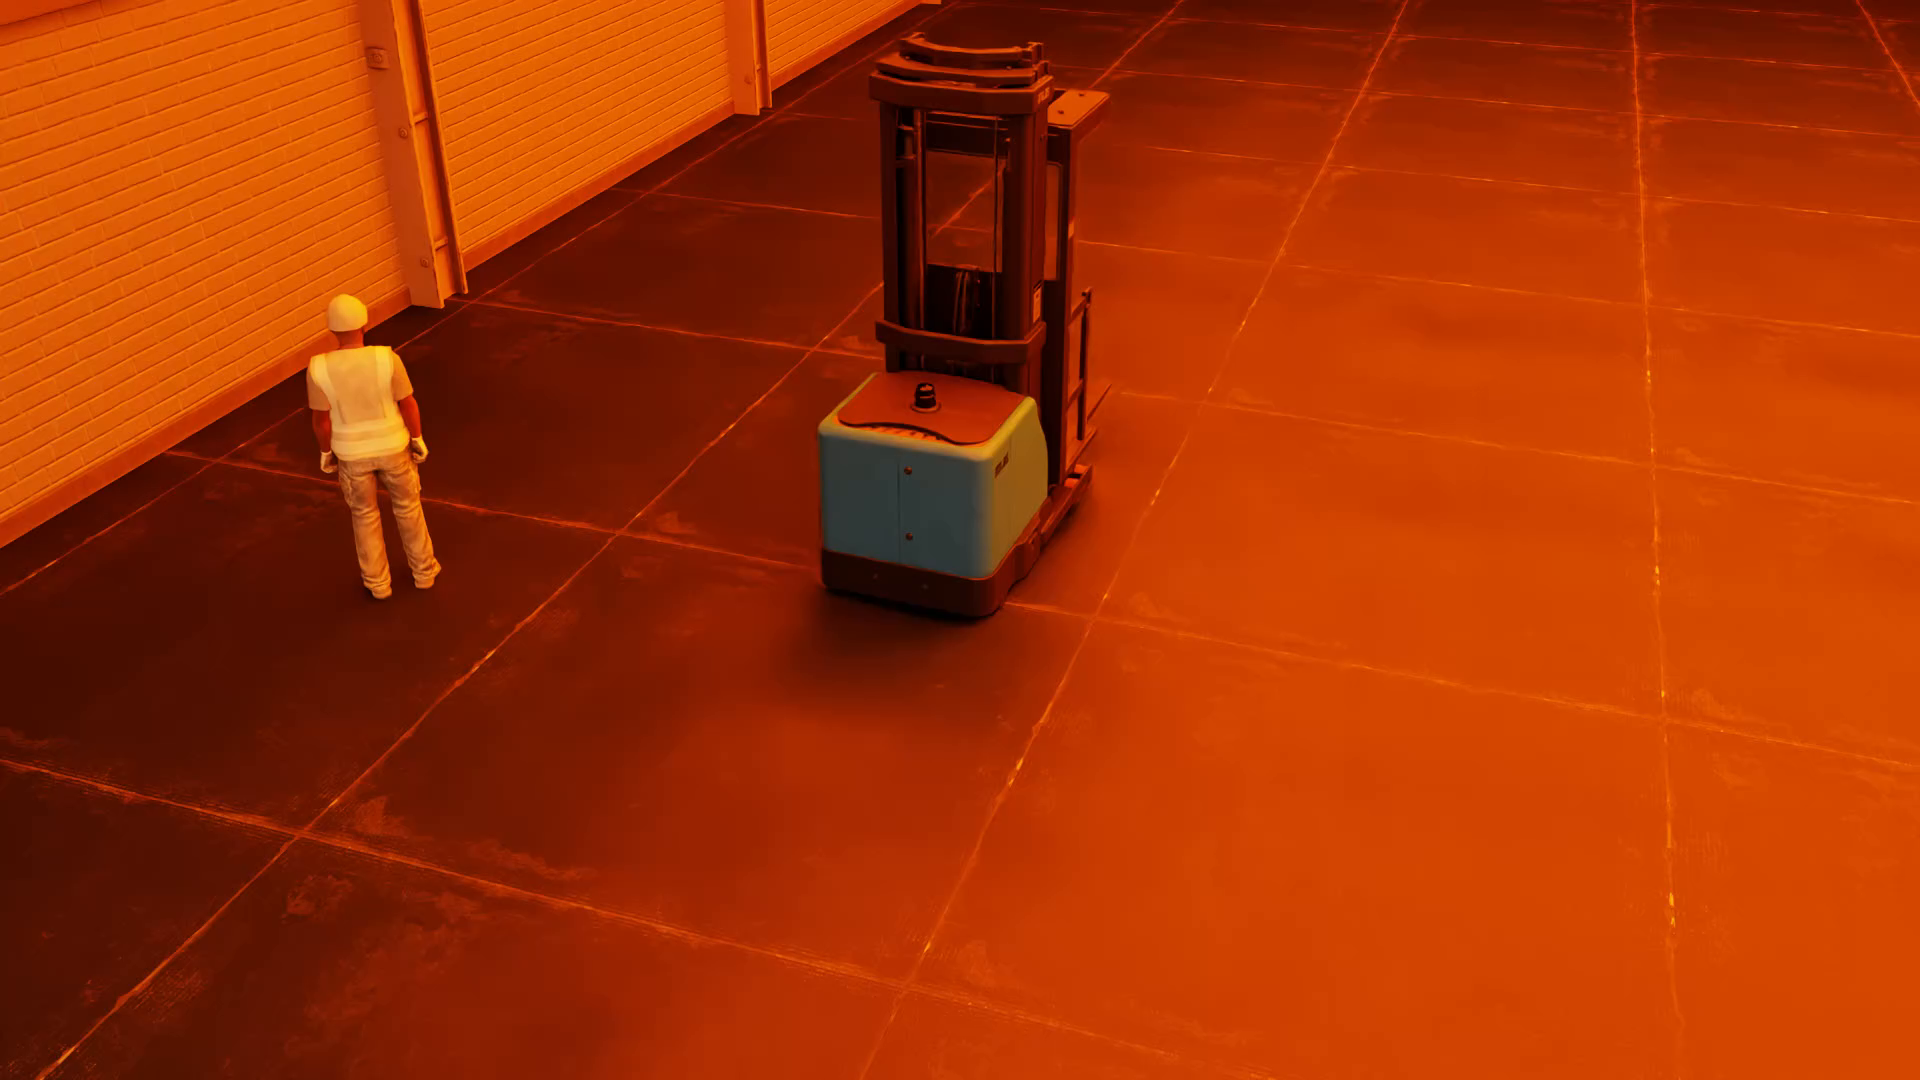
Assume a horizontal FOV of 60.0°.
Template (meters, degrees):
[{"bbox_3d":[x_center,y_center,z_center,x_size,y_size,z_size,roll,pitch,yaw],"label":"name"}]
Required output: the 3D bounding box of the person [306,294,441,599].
[{"bbox_3d":[-3.252,-0.519,9.203,0.569,1.789,0.372,-10,31,-16],"label":"person"}]

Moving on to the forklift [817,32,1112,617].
[{"bbox_3d":[0.206,-1.563,9.879,1.130,2.935,3.031,11,31,18],"label":"forklift"}]
